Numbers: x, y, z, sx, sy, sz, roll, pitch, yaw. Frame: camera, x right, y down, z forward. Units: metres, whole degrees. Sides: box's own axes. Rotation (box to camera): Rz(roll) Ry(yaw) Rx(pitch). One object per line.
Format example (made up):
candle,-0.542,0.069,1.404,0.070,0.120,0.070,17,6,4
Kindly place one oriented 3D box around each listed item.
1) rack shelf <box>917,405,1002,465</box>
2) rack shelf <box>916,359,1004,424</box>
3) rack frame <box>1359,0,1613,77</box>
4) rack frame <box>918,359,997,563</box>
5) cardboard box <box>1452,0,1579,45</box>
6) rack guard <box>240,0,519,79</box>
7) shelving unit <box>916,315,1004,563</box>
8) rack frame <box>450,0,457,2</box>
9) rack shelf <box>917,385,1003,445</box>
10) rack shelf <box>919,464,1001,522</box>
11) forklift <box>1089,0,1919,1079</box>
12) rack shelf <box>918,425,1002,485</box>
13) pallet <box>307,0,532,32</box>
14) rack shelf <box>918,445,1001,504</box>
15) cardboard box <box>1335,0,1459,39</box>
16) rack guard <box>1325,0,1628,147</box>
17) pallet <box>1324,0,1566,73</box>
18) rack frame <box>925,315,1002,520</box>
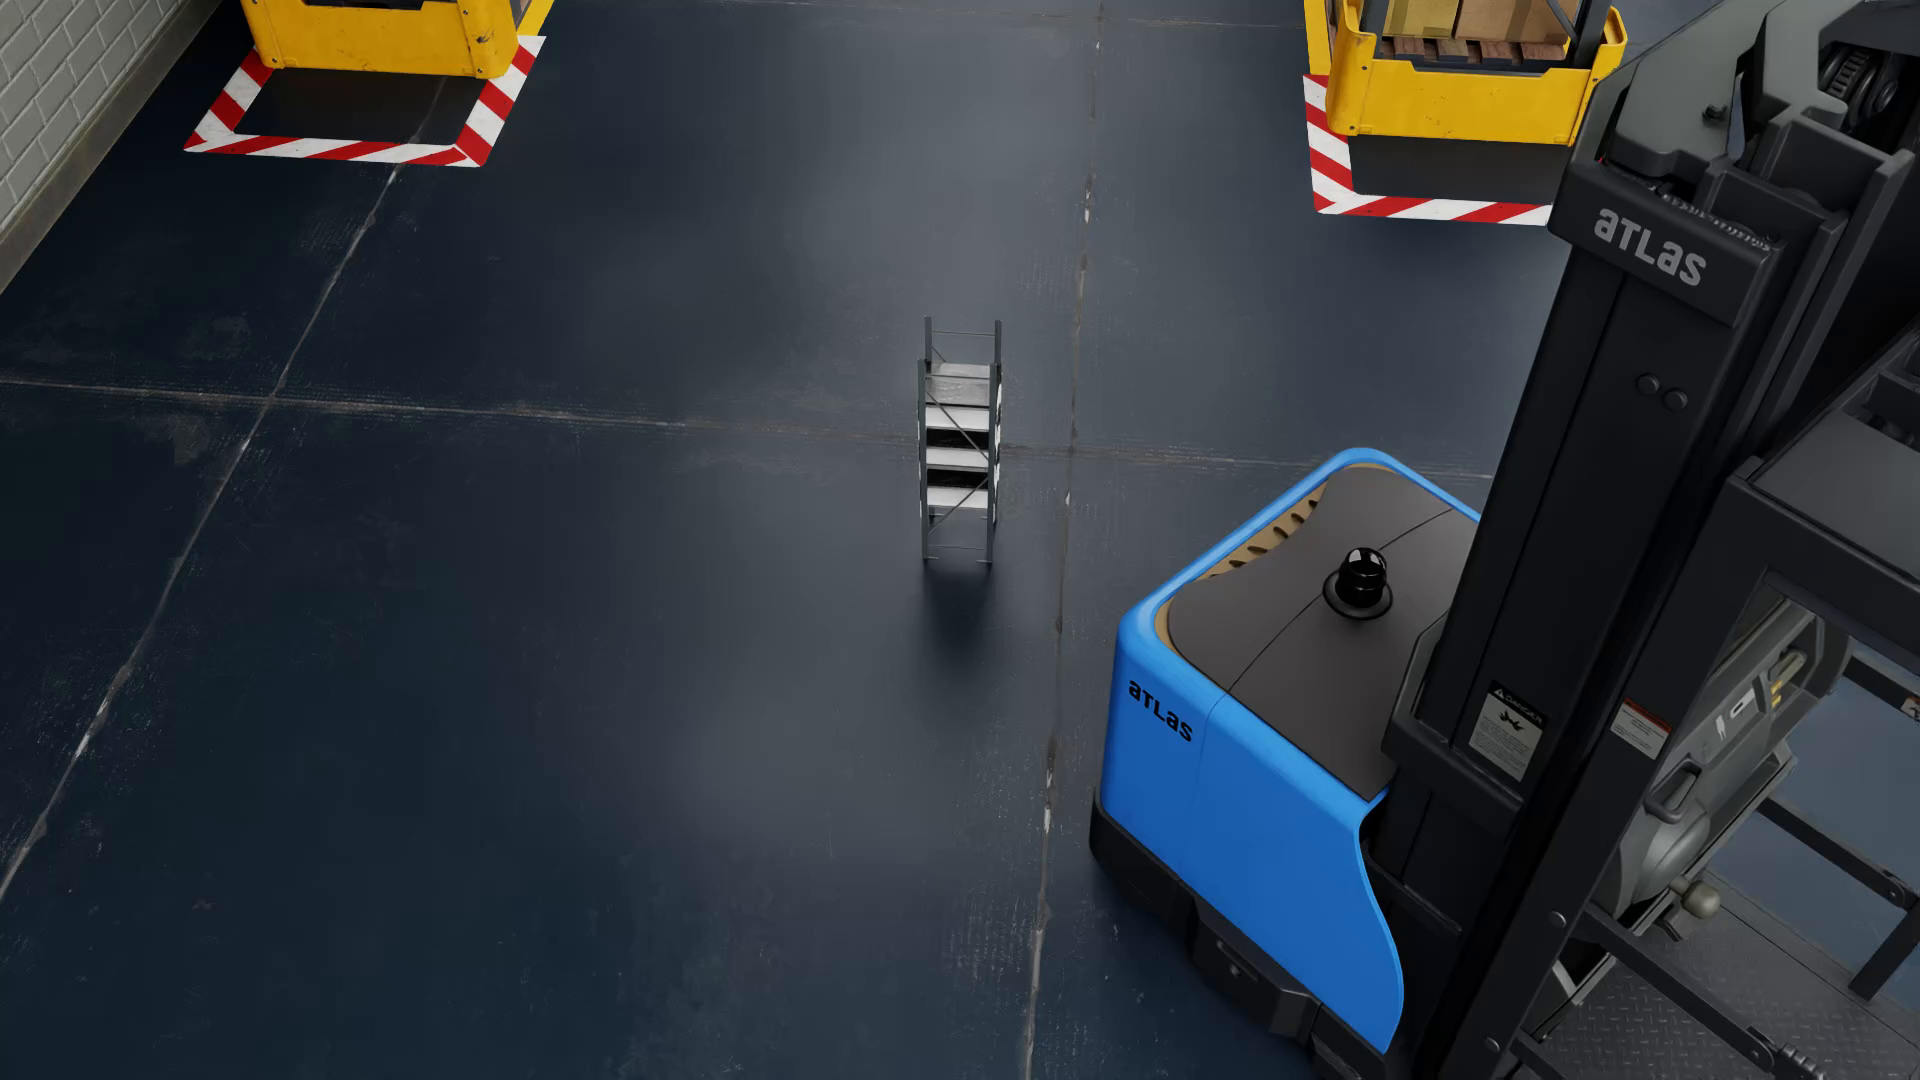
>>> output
rack shelf,0.001,-0.348,5.382,0.258,0.077,0.200,4,48,4
rack shelf,0.001,-0.469,5.249,0.258,0.077,0.200,4,48,4
rack frame,2.241,-2.924,6.391,1.000,3.000,0.127,4,48,4
rack frame,-0.009,-0.235,5.355,0.240,0.900,0.006,4,48,4
cardboard box,2.511,-2.516,7.598,0.500,0.250,0.500,4,48,4
rack guard,-2.686,-2.466,7.667,1.175,0.500,0.348,4,48,4
shelving unit,0.001,-0.310,5.423,0.258,0.900,0.210,4,48,4
rack frame,-2.693,-3.254,6.693,1.000,3.000,0.127,4,48,4
rack shelf,0.001,-0.409,5.315,0.258,0.077,0.200,4,48,4
rack shelf,0.001,-0.166,5.581,0.258,0.077,0.200,4,48,4
forklift,1.740,0.499,3.307,1.130,2.935,3.031,-34,56,-27
rack shelf,0.001,-0.287,5.448,0.258,0.077,0.200,4,48,4
pallet,-2.576,-2.963,8.317,1.003,0.211,1.213,4,48,4
rack shelf,0.001,-0.226,5.514,0.258,0.077,0.200,4,48,4
cardboard box,1.995,-2.551,7.629,0.500,0.250,0.500,4,48,4
rack guard,2.239,-2.062,7.297,1.175,0.500,0.348,4,48,4
pallet,2.269,-2.547,7.937,1.003,0.211,1.213,4,48,4
rack frame,0.010,-0.384,5.492,0.240,0.900,0.006,4,48,4
